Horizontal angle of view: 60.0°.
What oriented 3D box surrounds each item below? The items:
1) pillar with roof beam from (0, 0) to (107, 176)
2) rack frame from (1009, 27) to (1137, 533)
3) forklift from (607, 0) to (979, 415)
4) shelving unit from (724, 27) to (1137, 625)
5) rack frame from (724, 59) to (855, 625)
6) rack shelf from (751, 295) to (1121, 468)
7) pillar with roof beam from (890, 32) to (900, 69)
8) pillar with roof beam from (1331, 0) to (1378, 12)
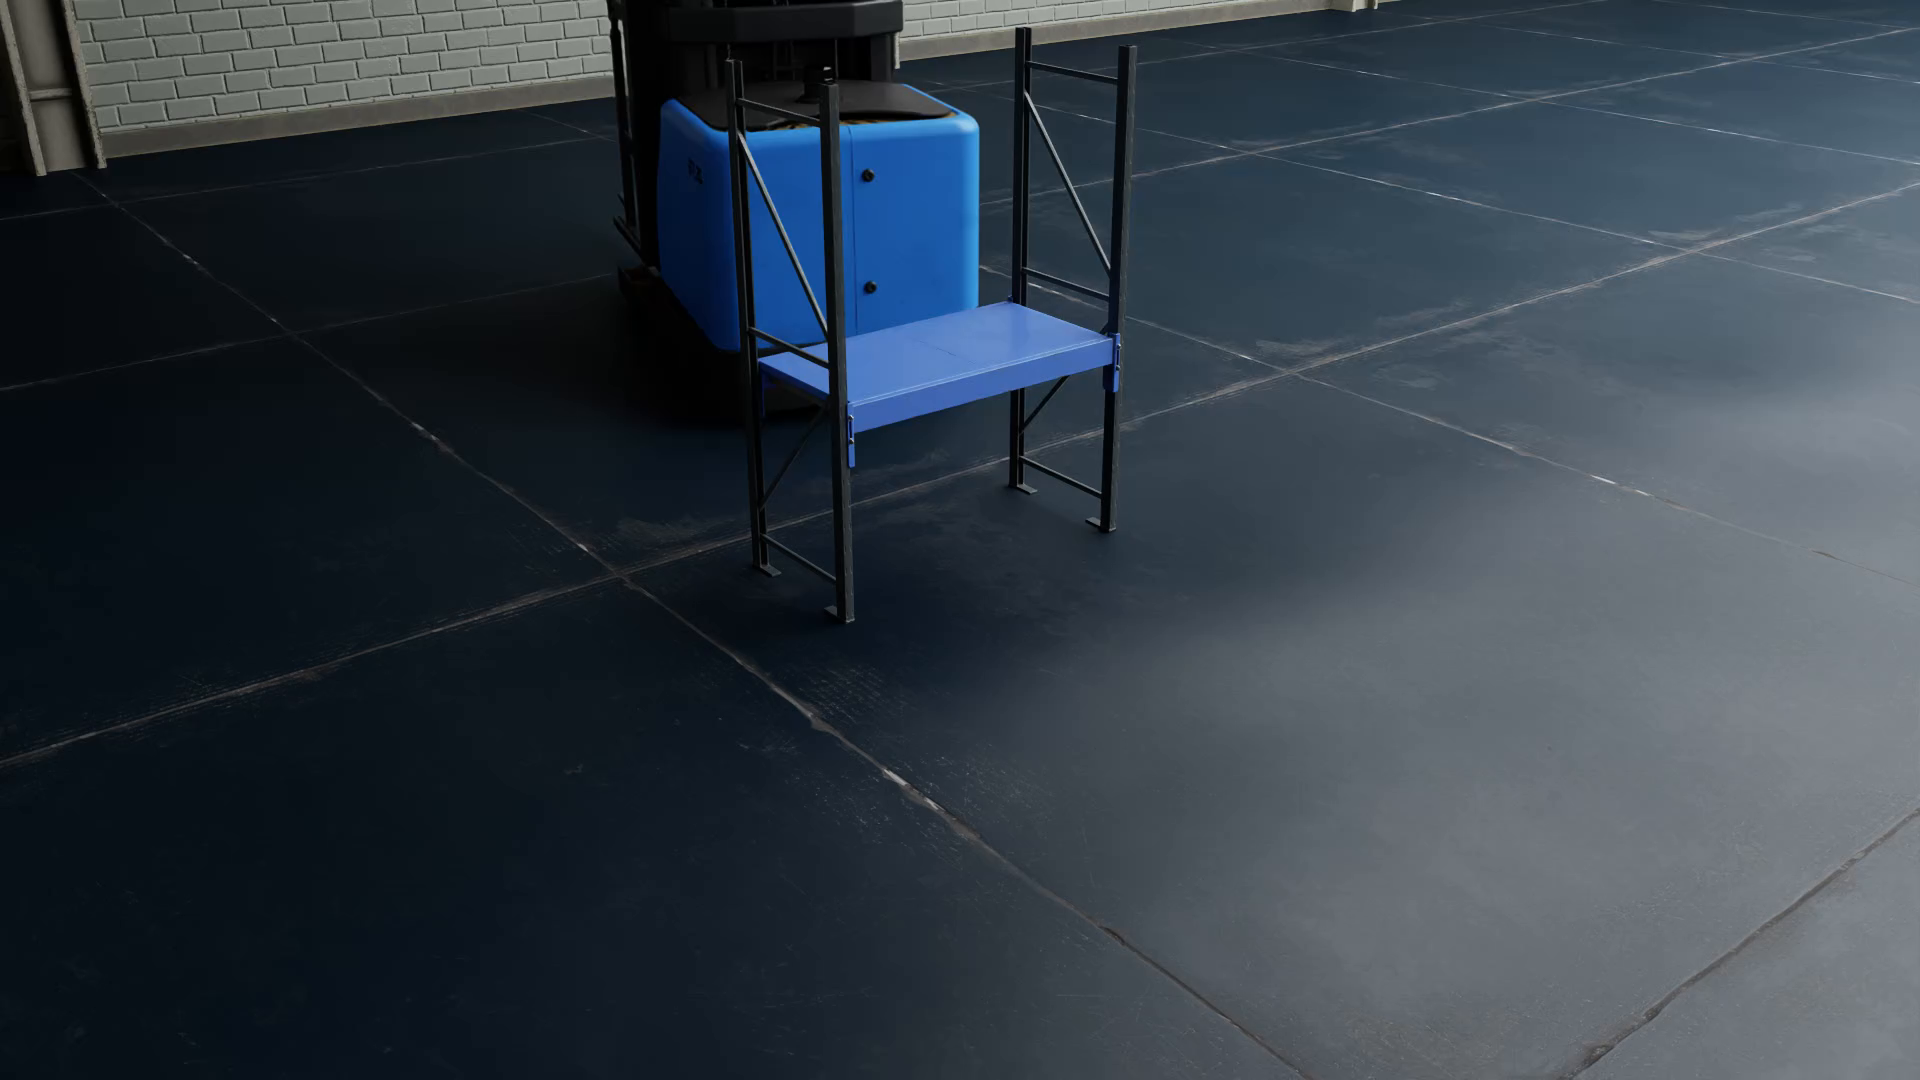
[{"bbox_3d":[-2.800,-4.930,5.184,0.400,9.000,9.100,-18,31,-34],"label":"pillar with roof beam"},{"bbox_3d":[0.333,-0.790,5.171,0.032,1.500,0.500,-18,31,-34],"label":"rack frame"},{"bbox_3d":[-0.910,-2.380,6.896,1.130,2.935,3.031,-9,26,-19],"label":"forklift"},{"bbox_3d":[-0.067,-0.658,4.887,1.048,1.500,0.538,-18,31,-34],"label":"shelving unit"},{"bbox_3d":[-0.467,-0.526,4.602,0.032,1.500,0.500,-18,31,-34],"label":"rack frame"},{"bbox_3d":[-0.067,-0.495,4.962,1.000,0.185,0.538,-18,31,-34],"label":"rack shelf"},{"bbox_3d":[1.921,-6.489,8.542,0.400,9.000,9.100,-18,31,-34],"label":"pillar with roof beam"},{"bbox_3d":[6.643,-8.048,11.901,0.400,9.000,9.100,-18,31,-34],"label":"pillar with roof beam"}]
